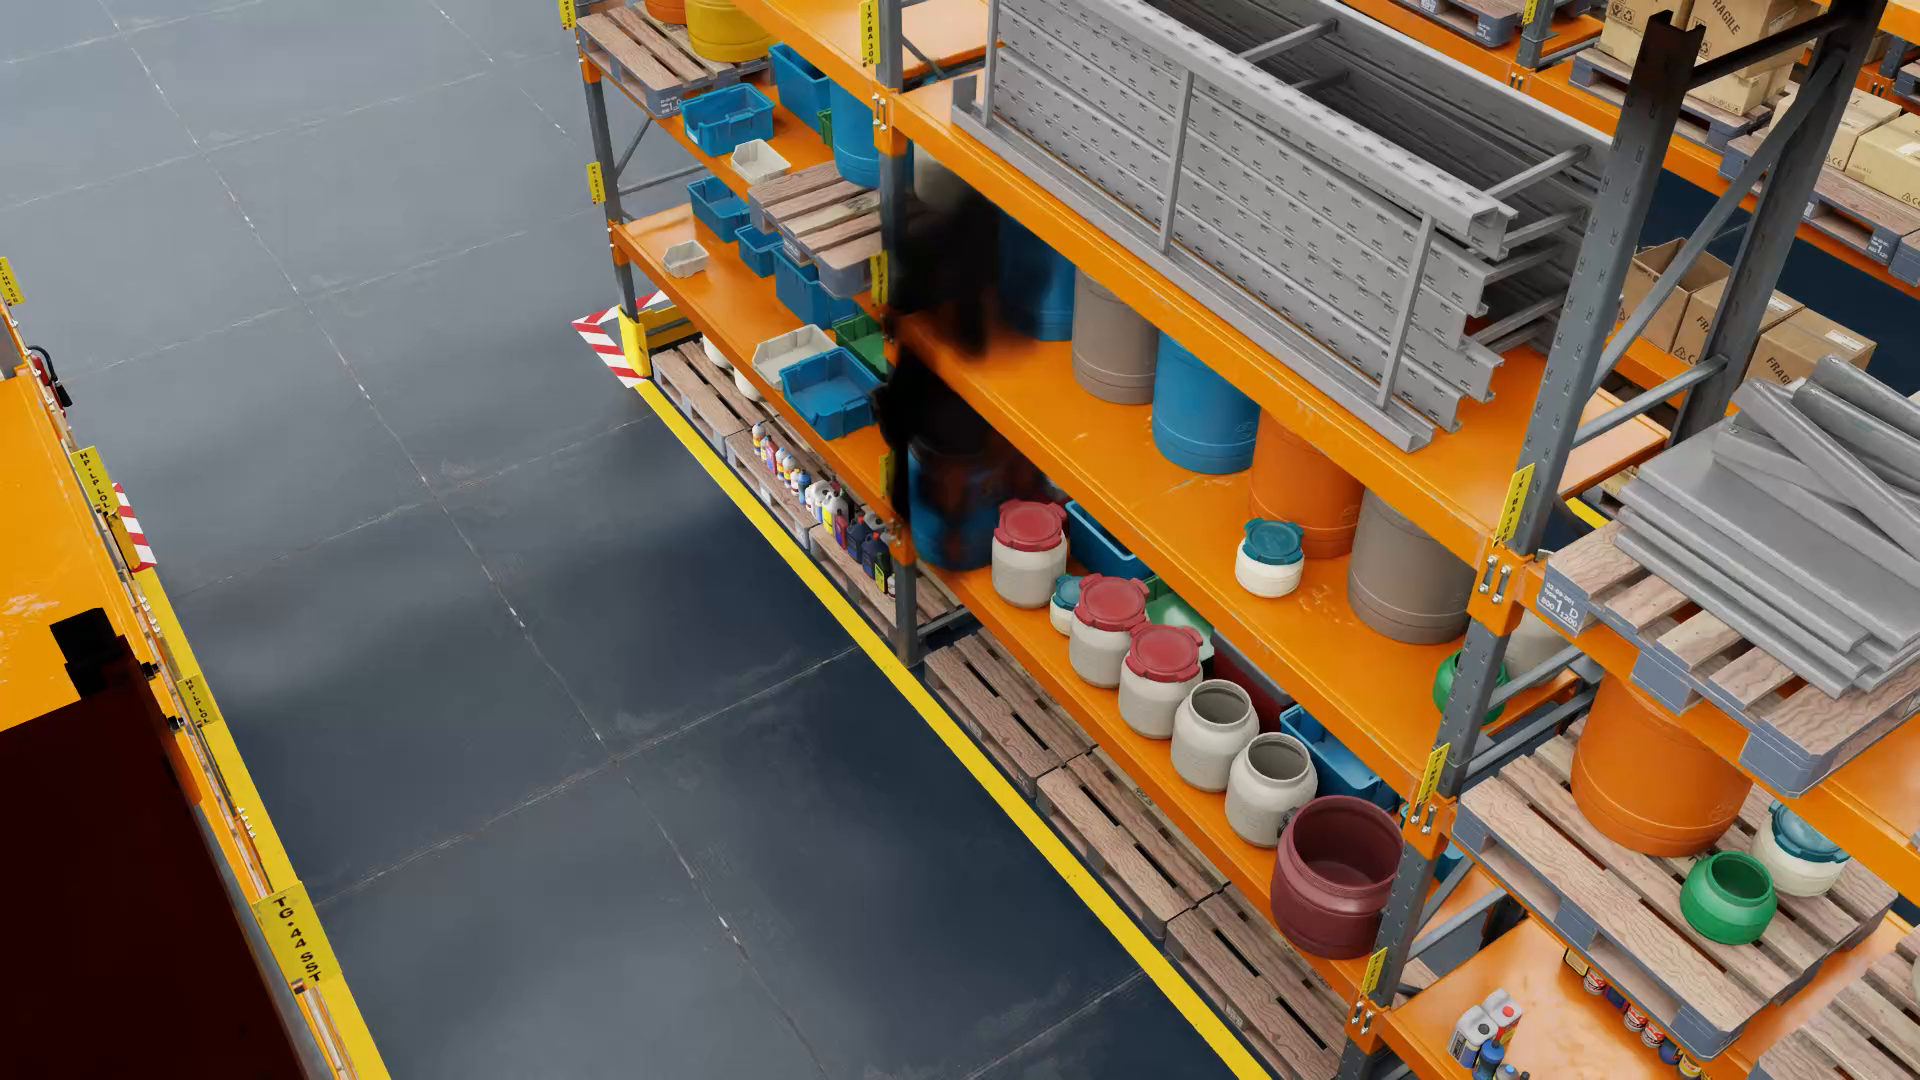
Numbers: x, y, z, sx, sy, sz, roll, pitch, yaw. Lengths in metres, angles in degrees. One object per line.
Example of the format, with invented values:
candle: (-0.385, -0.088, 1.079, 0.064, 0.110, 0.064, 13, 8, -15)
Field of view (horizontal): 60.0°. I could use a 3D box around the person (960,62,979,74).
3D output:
person: (0.342, -4.892, 15.777, 0.900, 1.823, 0.662, 1, 43, 1)
